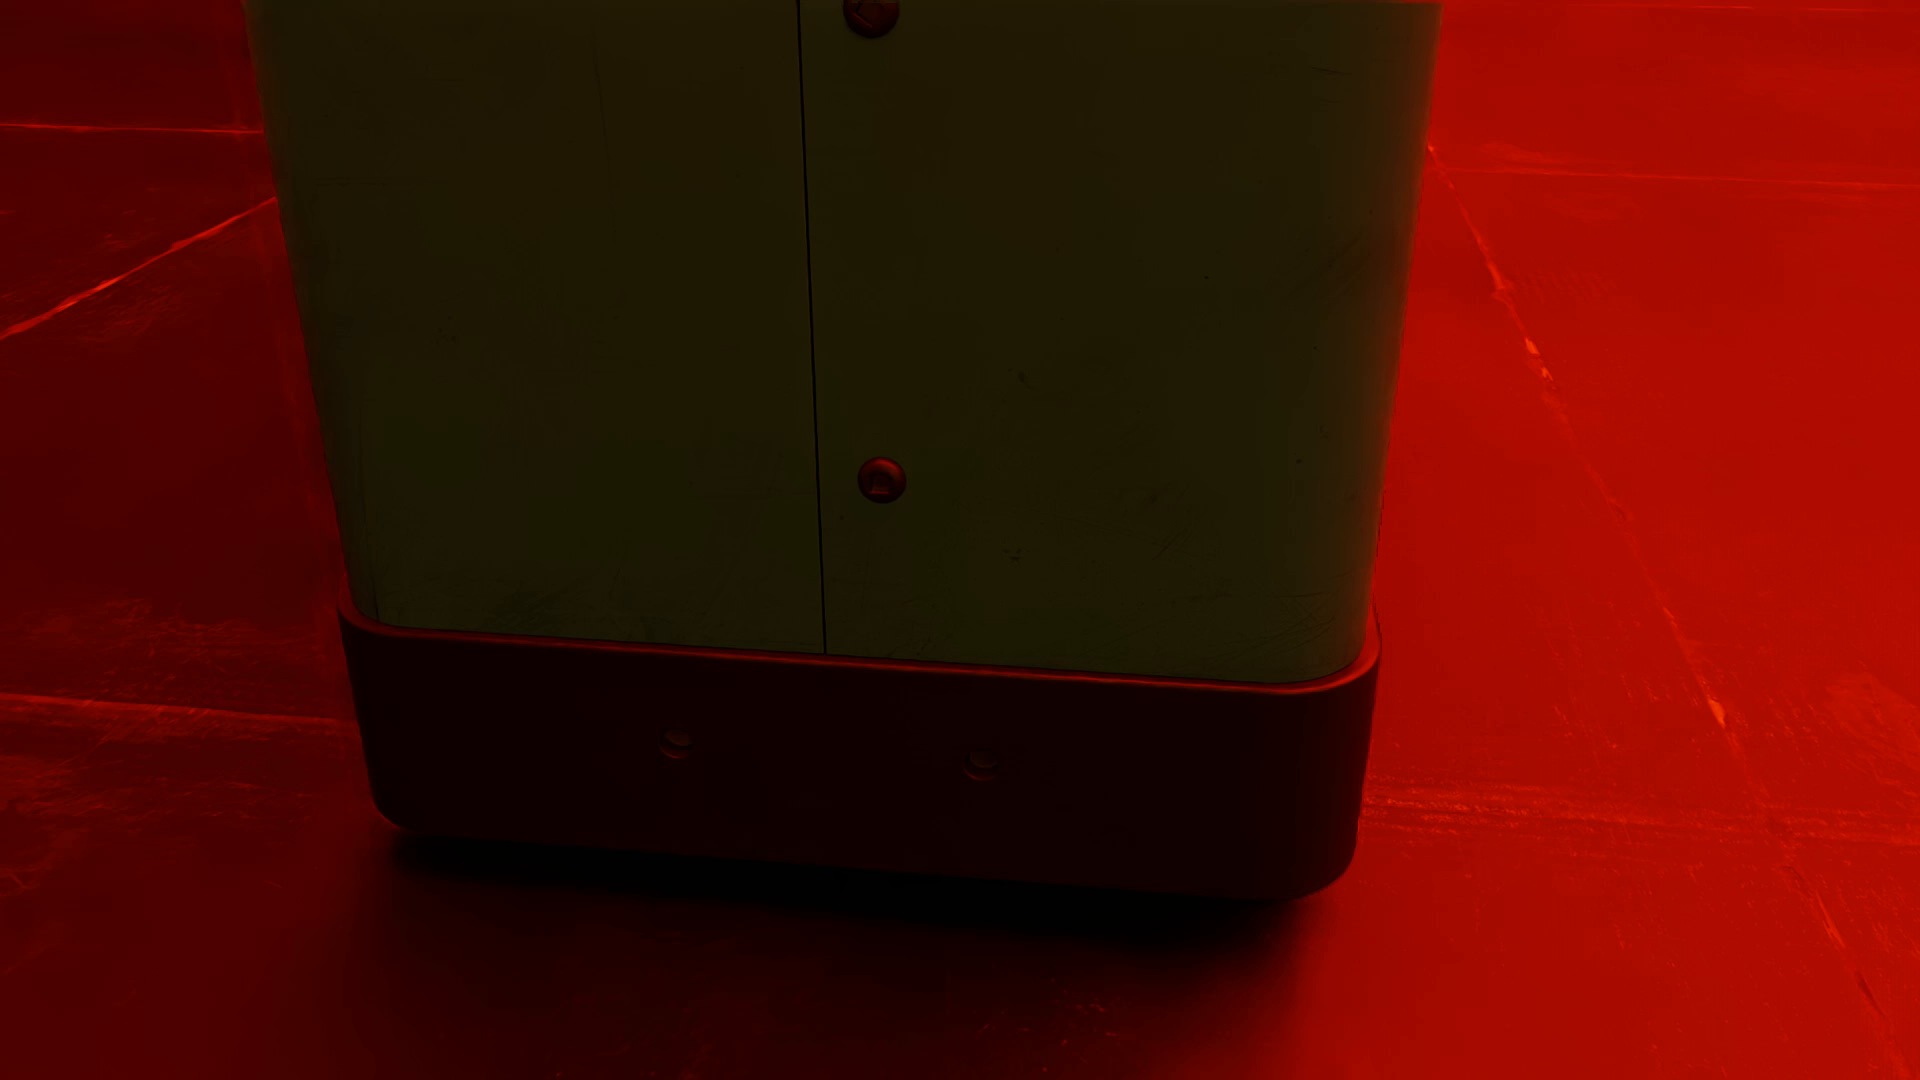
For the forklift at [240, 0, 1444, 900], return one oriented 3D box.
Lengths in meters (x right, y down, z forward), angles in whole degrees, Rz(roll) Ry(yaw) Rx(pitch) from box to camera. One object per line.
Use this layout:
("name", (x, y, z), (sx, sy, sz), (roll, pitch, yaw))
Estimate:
("forklift", (0.060, -1.588, 2.399), (1.130, 2.935, 3.031), (3, 27, 6))
